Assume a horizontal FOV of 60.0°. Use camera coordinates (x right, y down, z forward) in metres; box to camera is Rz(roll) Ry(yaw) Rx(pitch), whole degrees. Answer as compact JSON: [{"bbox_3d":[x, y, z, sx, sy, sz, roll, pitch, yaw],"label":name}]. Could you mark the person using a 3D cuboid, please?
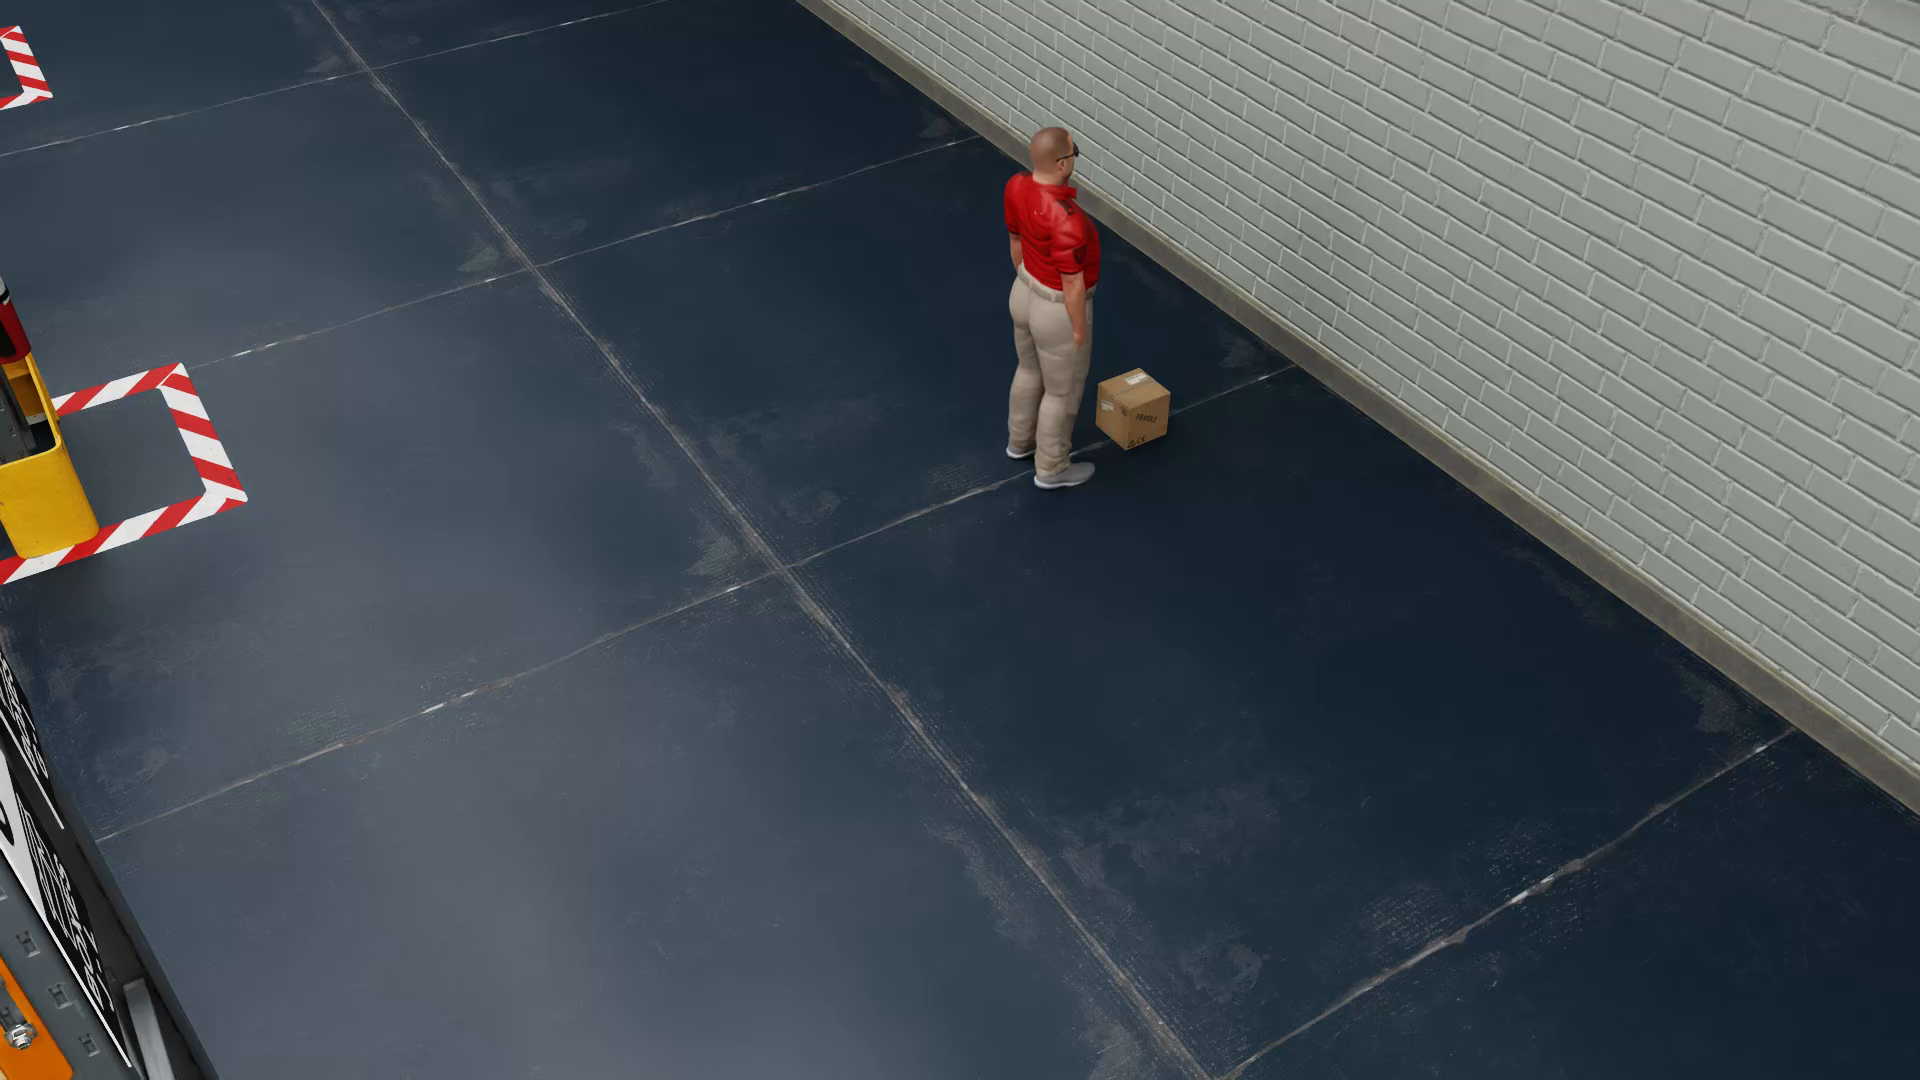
[{"bbox_3d":[0.417,-1.034,7.395,0.361,1.743,0.530,-21,45,-23],"label":"person"}]
